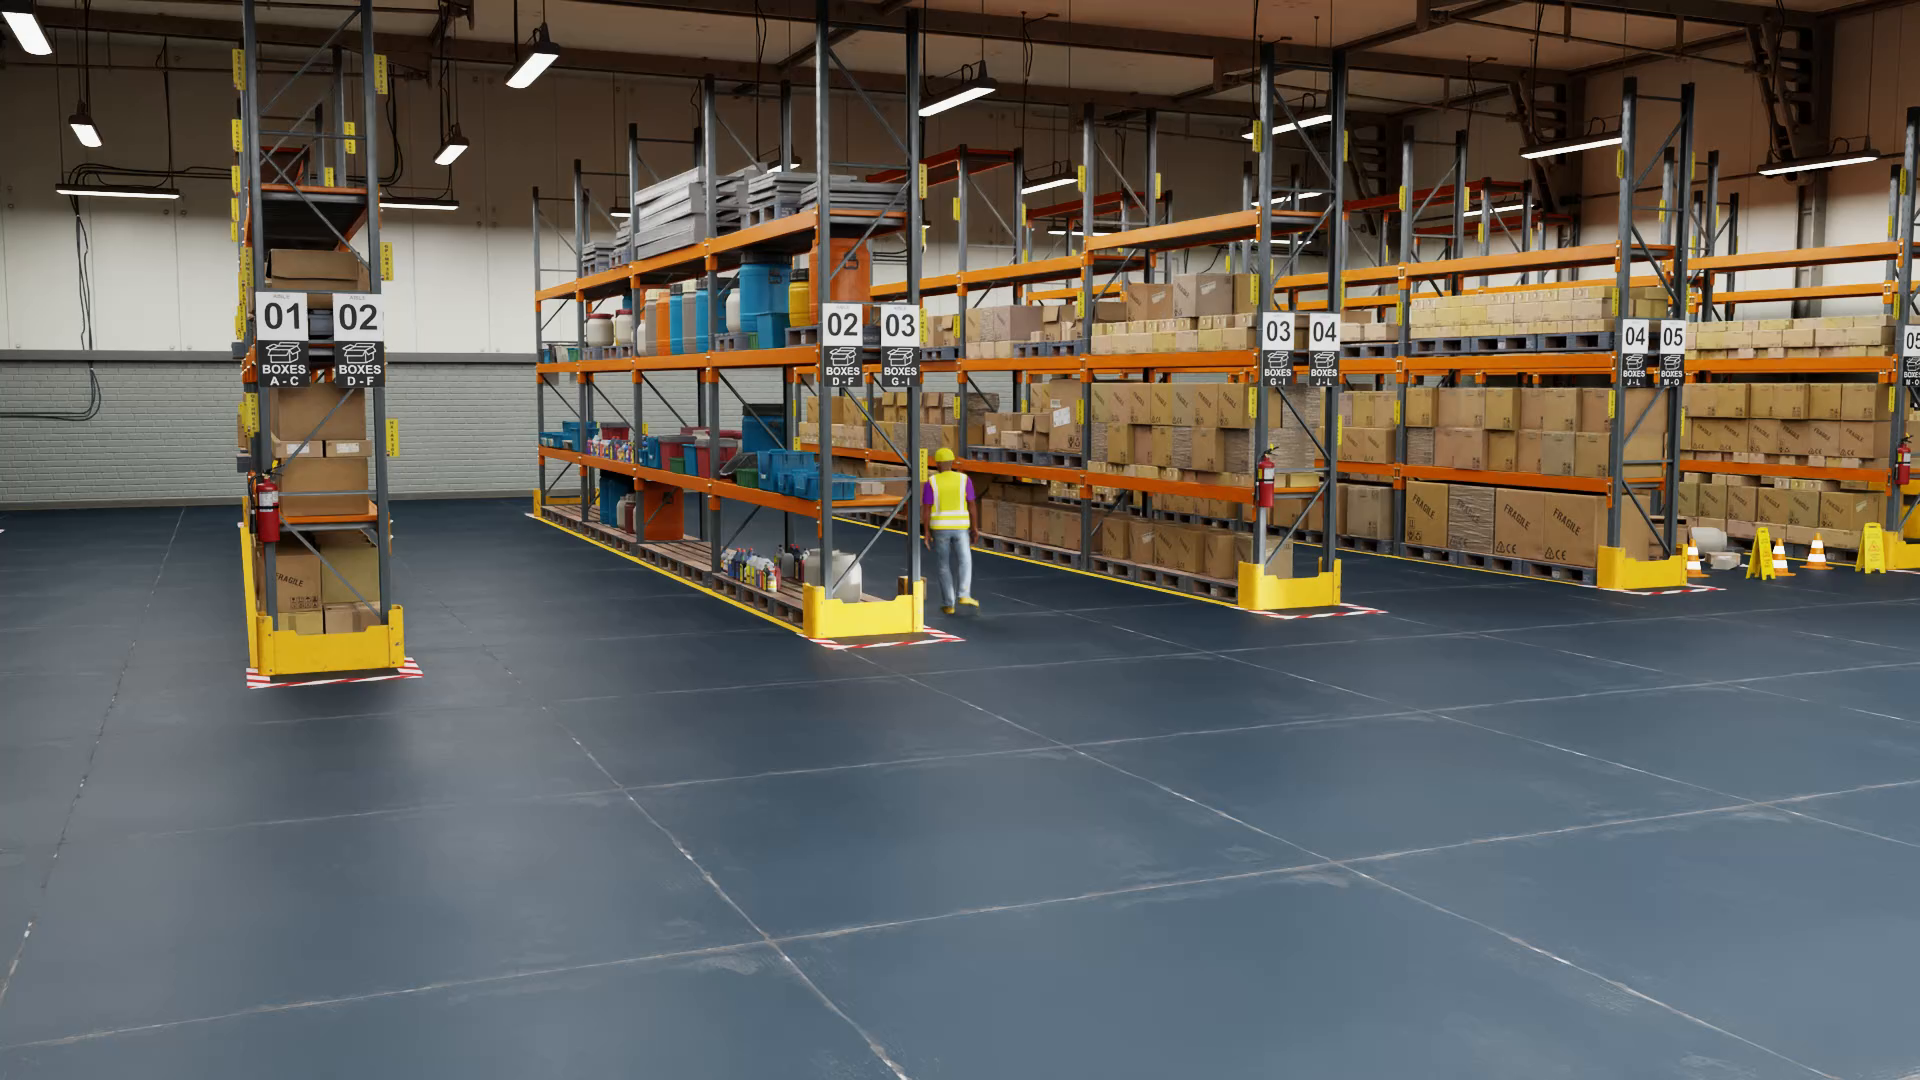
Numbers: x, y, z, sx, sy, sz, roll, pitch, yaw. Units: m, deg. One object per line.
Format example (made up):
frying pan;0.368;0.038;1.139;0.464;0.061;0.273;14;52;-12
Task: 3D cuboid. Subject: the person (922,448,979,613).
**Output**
person;-0.097;-0.099;17.703;0.610;1.756;0.581;-1;5;-7
